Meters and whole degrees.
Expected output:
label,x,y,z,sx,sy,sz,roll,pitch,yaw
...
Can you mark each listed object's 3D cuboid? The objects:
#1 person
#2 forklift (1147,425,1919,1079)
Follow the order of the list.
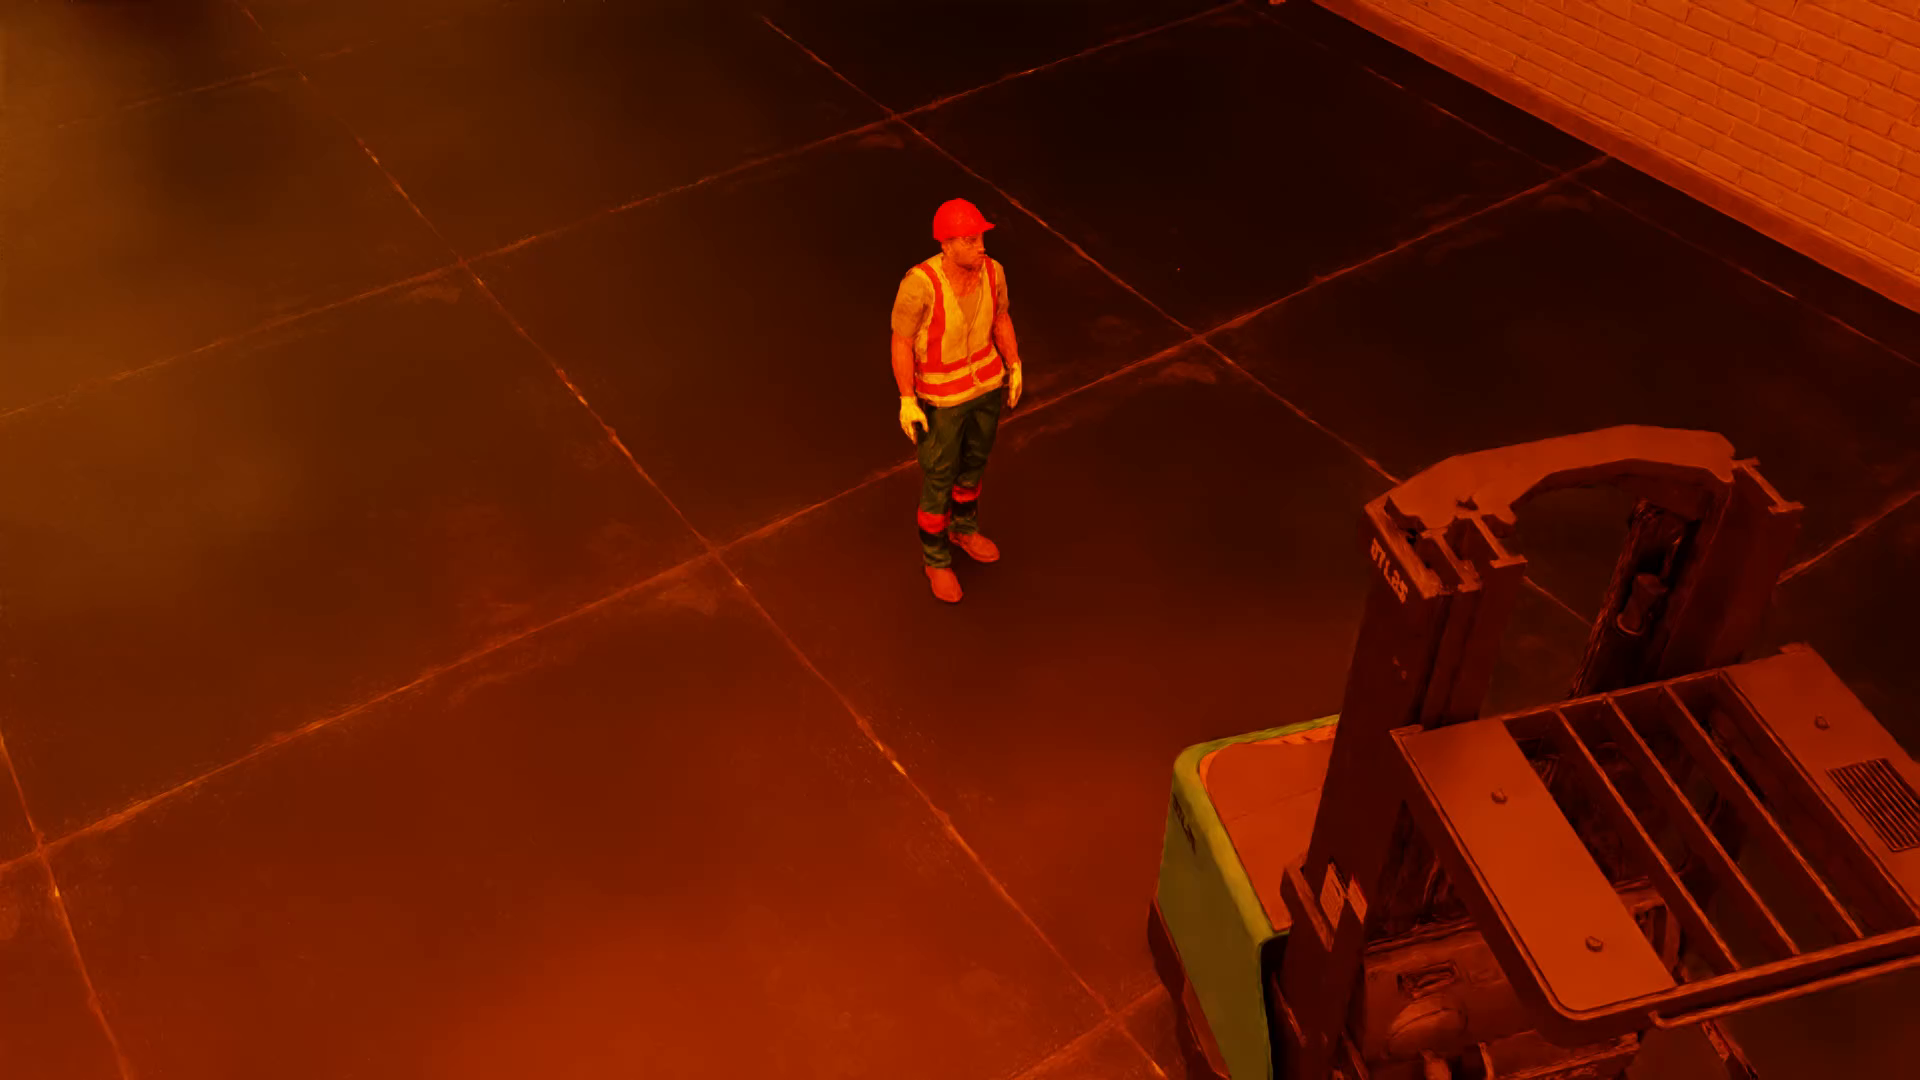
label,x,y,z,sx,sy,sz,roll,pitch,yaw
person,0.037,-0.614,7.214,0.637,1.787,0.563,-25,48,-25
forklift,1.567,1.288,4.317,1.130,2.935,3.031,-10,44,-11
